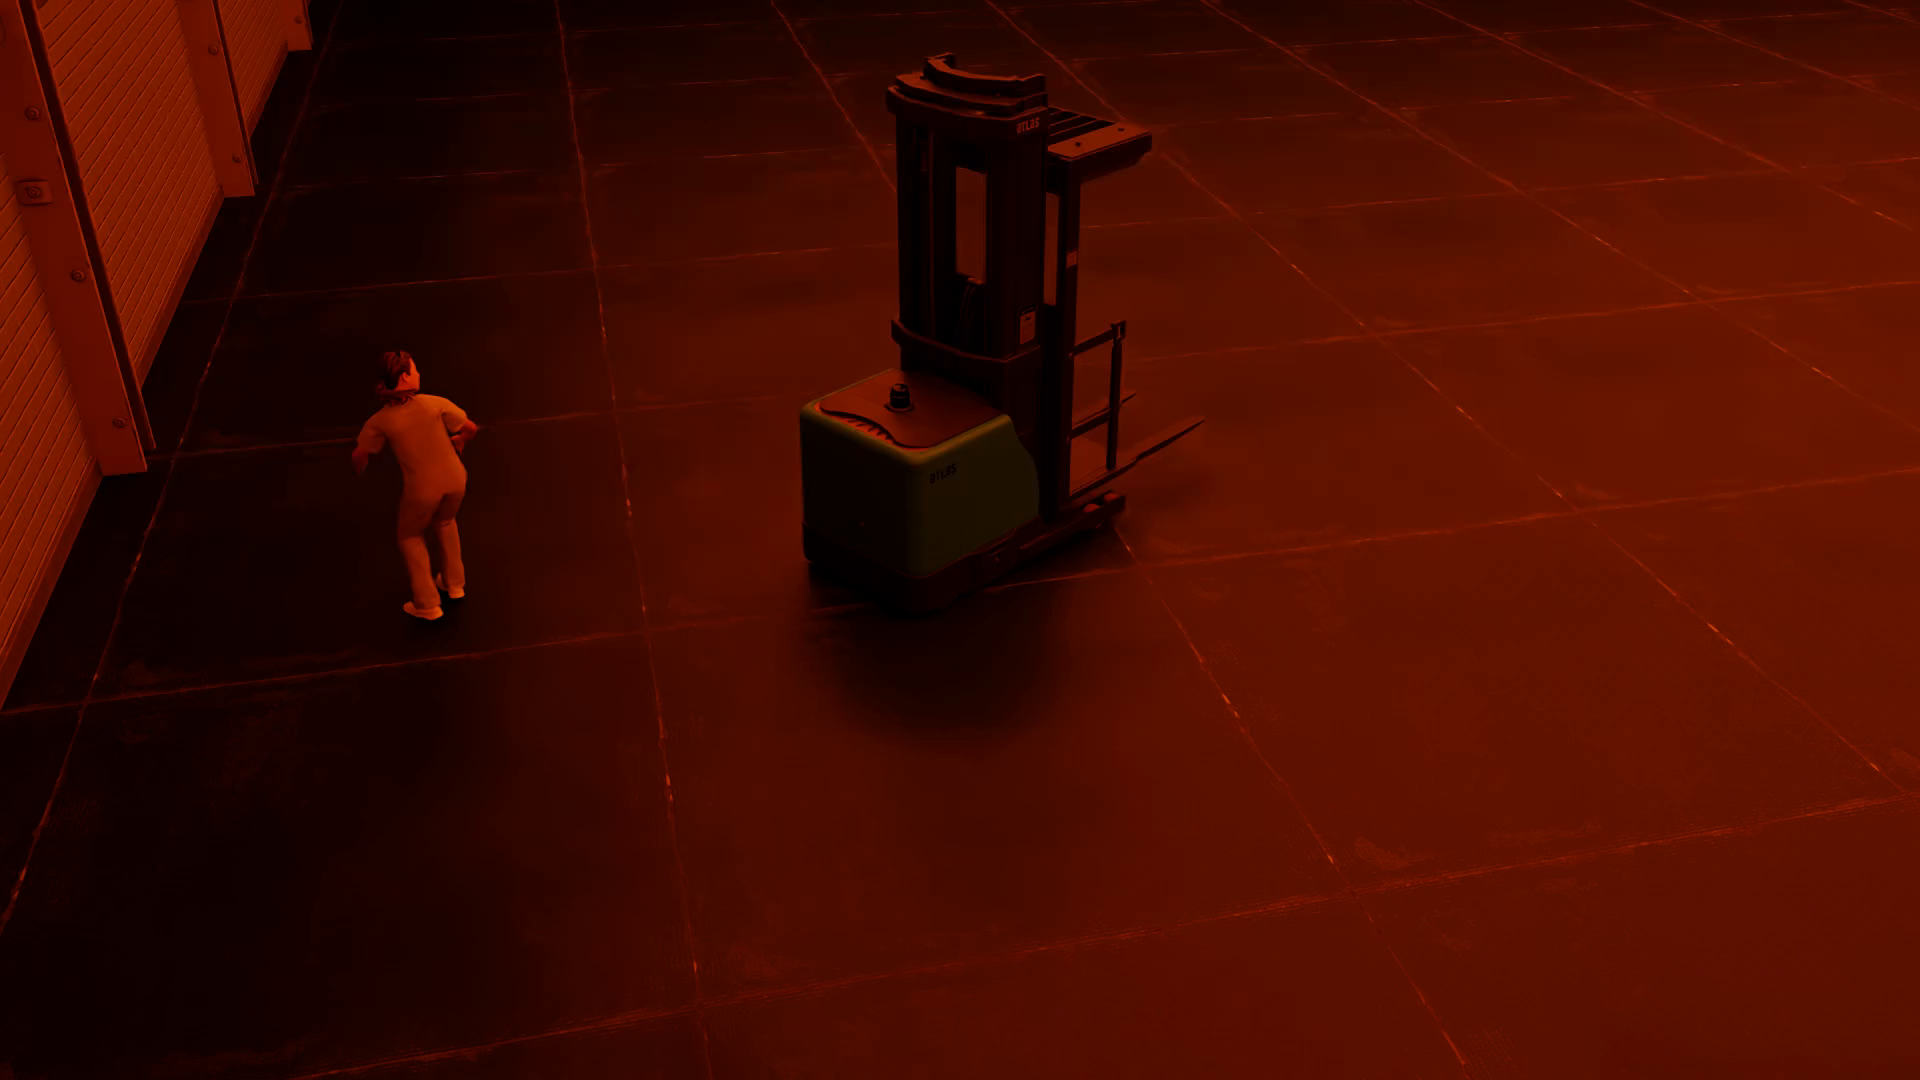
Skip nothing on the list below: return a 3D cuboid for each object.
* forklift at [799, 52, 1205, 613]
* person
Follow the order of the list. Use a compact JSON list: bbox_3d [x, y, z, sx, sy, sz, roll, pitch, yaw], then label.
[{"bbox_3d":[0.419,-1.491,10.150,1.130,2.935,3.031,25,39,37],"label":"forklift"},{"bbox_3d":[-3.094,-0.336,9.518,0.674,1.623,0.566,-18,35,-29],"label":"person"}]
